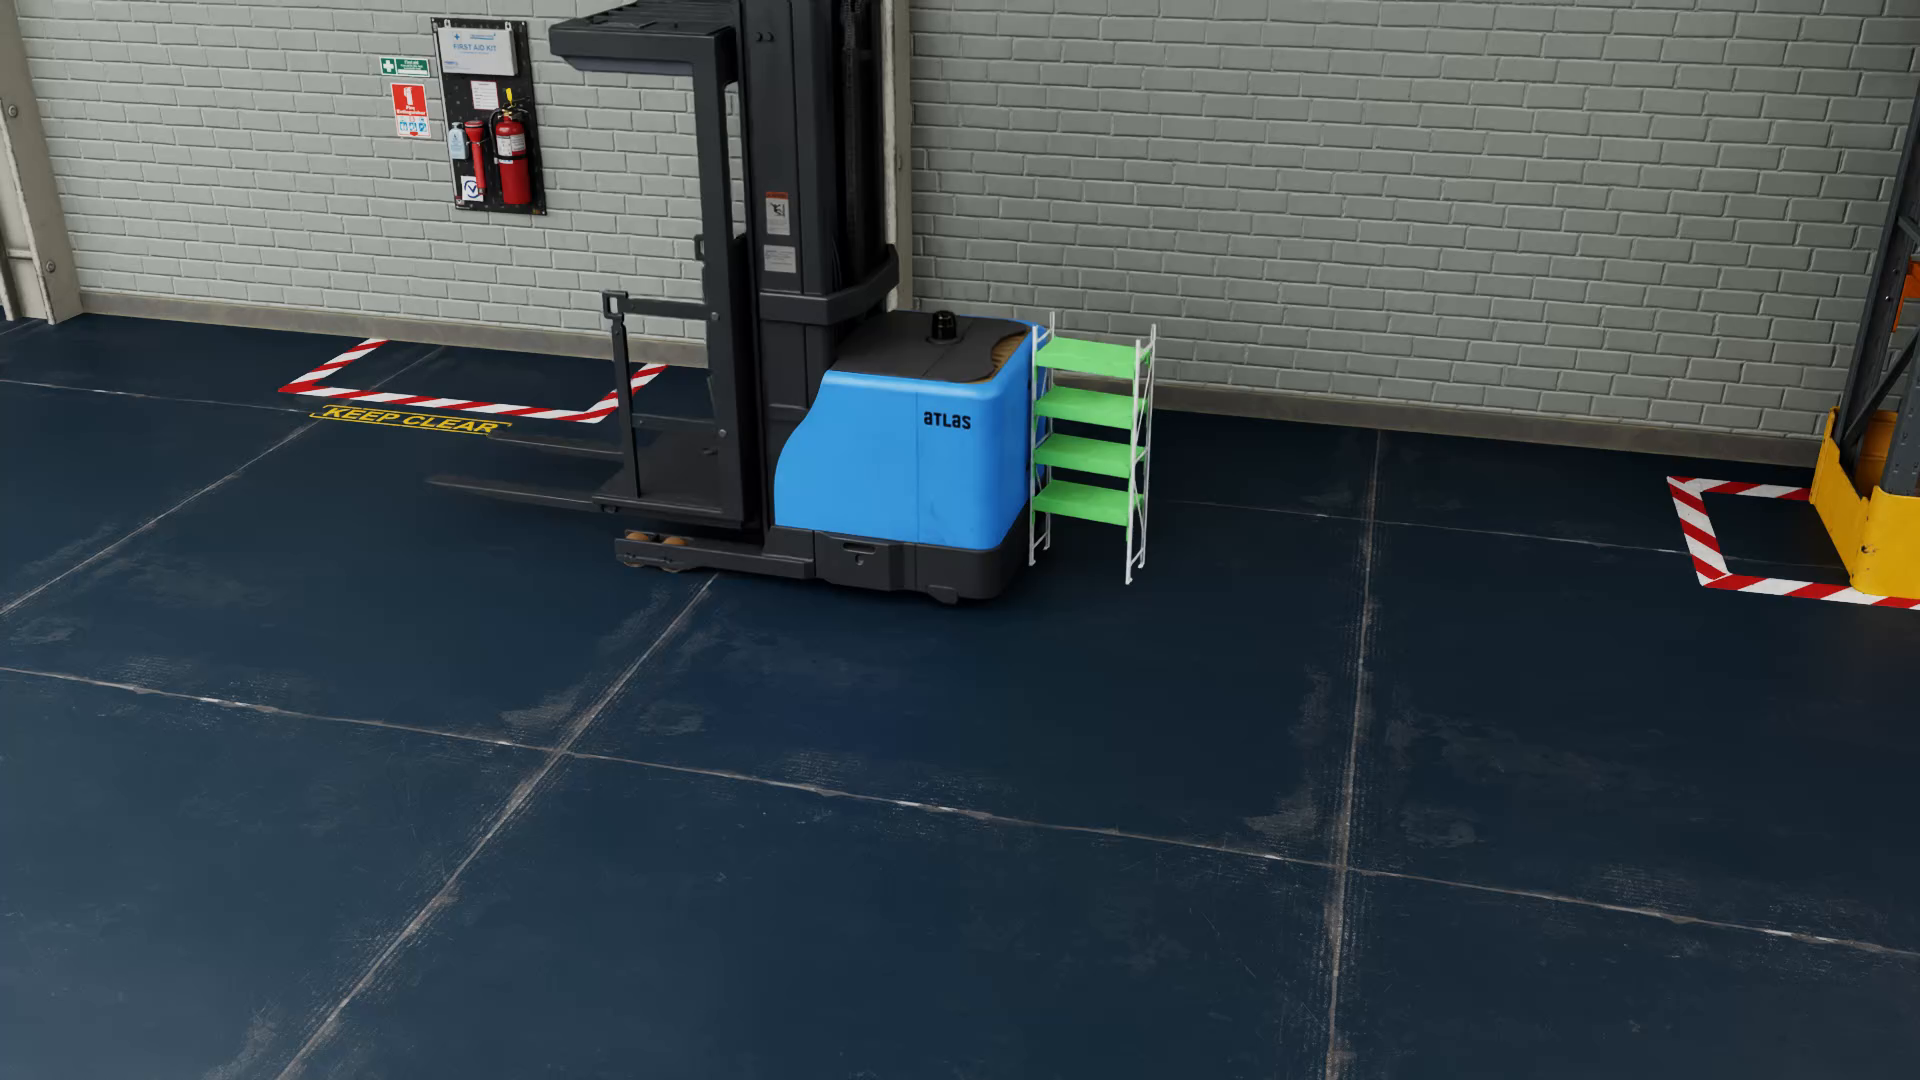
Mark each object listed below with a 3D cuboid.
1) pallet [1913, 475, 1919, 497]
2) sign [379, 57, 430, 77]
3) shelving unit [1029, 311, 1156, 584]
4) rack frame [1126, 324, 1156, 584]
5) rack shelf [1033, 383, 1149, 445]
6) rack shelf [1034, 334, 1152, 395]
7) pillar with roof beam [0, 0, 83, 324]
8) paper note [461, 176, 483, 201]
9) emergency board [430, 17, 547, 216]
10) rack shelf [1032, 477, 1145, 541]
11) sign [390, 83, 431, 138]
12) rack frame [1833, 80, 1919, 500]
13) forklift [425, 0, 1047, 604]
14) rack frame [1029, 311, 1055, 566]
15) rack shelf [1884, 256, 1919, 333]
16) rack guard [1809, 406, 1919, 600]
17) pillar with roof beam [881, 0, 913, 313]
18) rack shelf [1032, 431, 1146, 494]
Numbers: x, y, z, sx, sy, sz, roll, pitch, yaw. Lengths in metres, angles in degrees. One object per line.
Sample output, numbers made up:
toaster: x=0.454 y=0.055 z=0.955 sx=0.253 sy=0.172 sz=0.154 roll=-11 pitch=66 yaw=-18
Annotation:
pallet: x=5.254 y=0.029 z=7.944 sx=1.213 sy=0.211 sz=1.003 roll=6 pitch=26 yaw=13
sign: x=-3.406 y=-2.901 z=10.196 sx=0.331 sy=0.109 sz=0.001 roll=6 pitch=26 yaw=13
shelving unit: x=0.608 y=-0.424 z=7.743 sx=0.503 sy=1.200 sz=0.258 roll=10 pitch=27 yaw=21
rack frame: x=0.831 y=-0.383 z=7.654 sx=0.015 sy=1.200 sz=0.240 roll=10 pitch=27 yaw=21
rack shelf: x=0.607 y=-0.583 z=7.667 sx=0.480 sy=0.148 sz=0.258 roll=10 pitch=27 yaw=21
rack shelf: x=0.606 y=-0.800 z=7.565 sx=0.480 sy=0.148 sz=0.258 roll=10 pitch=27 yaw=21
pillar with roof beam: x=-7.398 y=-3.826 z=5.818 sx=0.400 sy=9.000 sz=9.100 roll=6 pitch=26 yaw=13
paper note: x=-3.053 y=-2.198 z=10.402 sx=0.142 sy=0.148 sz=0.016 roll=6 pitch=26 yaw=13
emergency board: x=-2.899 y=-2.548 z=10.112 sx=0.643 sy=1.169 sz=0.194 roll=6 pitch=26 yaw=13
rack shelf: x=0.609 y=-0.150 z=7.873 sx=0.480 sy=0.148 sz=0.258 roll=10 pitch=27 yaw=21
sign: x=-3.408 y=-2.666 z=10.319 sx=0.234 sy=0.329 sz=0.001 roll=6 pitch=26 yaw=13
rack frame: x=4.403 y=-1.340 z=7.575 sx=0.127 sy=3.000 sz=1.000 roll=6 pitch=26 yaw=13
forklift: x=-1.146 y=-1.376 z=7.730 sx=3.031 sy=2.935 sz=1.130 roll=7 pitch=26 yaw=14
rack frame: x=0.384 y=-0.465 z=7.832 sx=0.015 sy=1.200 sz=0.240 roll=10 pitch=27 yaw=21
rack shelf: x=6.340 y=-0.801 z=7.280 sx=4.000 sy=0.370 sz=1.077 roll=6 pitch=26 yaw=13
rack guard: x=4.476 y=-0.203 z=8.095 sx=0.348 sy=0.500 sz=1.175 roll=6 pitch=26 yaw=13
pillar with roof beam: x=-1.587 y=-3.184 z=4.469 sx=0.400 sy=9.000 sz=9.100 roll=6 pitch=26 yaw=13
rack shelf: x=0.608 y=-0.367 z=7.770 sx=0.480 sy=0.148 sz=0.258 roll=10 pitch=27 yaw=21
